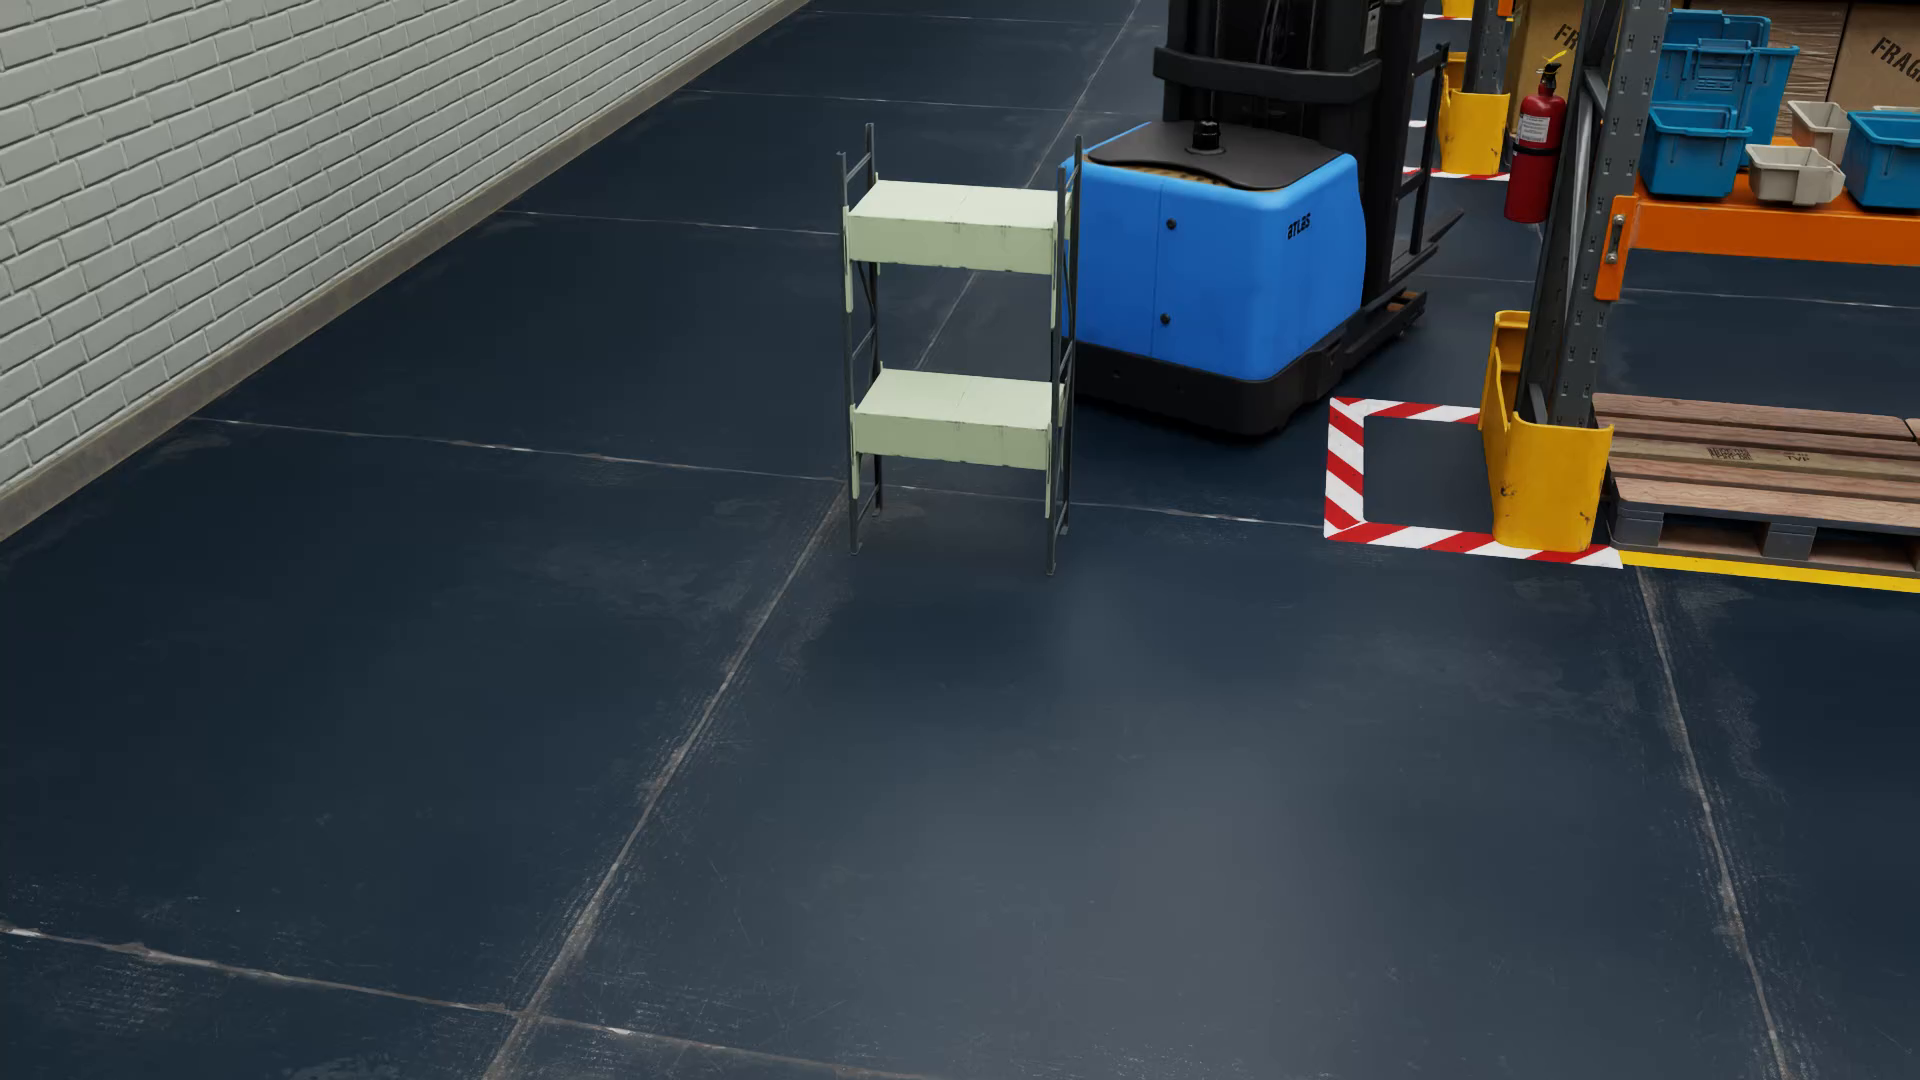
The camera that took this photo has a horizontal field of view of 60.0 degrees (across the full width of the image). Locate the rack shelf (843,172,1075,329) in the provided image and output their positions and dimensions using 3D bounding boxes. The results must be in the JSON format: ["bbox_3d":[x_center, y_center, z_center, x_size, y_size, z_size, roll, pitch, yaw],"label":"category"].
[{"bbox_3d":[0.007,-1.000,5.701,0.720,0.370,0.431,6,29,11],"label":"rack shelf"}]

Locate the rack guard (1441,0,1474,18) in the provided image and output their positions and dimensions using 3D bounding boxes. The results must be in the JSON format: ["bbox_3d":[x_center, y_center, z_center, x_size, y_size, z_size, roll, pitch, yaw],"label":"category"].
[{"bbox_3d":[4.557,-5.097,15.039,0.348,0.500,1.175,6,29,11],"label":"rack guard"}]

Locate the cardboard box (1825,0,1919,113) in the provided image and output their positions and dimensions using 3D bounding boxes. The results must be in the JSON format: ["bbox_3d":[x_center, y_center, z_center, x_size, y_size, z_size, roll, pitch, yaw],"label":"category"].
[{"bbox_3d":[5.751,-2.927,10.248,0.875,0.875,0.875,6,29,11],"label":"cardboard box"}]

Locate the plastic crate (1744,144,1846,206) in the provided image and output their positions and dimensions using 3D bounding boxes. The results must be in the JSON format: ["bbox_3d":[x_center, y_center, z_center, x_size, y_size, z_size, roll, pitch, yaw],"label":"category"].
[{"bbox_3d":[2.783,-1.216,5.559,0.298,0.136,0.250,6,29,11],"label":"plastic crate"}]

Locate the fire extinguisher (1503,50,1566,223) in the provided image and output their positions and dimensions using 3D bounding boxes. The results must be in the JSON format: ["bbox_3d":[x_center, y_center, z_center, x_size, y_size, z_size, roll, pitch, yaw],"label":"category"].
[{"bbox_3d":[2.261,-1.587,6.493,0.183,0.674,0.296,6,29,11],"label":"fire extinguisher"}]

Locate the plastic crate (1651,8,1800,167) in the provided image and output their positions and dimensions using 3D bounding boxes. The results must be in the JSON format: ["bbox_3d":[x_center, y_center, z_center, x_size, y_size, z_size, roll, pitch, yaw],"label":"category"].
[{"bbox_3d":[2.680,-1.652,6.044,0.499,0.435,0.616,6,29,11],"label":"plastic crate"}]

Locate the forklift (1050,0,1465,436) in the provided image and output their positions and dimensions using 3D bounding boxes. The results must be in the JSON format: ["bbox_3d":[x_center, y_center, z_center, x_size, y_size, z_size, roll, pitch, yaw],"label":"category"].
[{"bbox_3d":[1.636,-2.379,7.544,1.130,2.935,3.031,18,33,29],"label":"forklift"}]

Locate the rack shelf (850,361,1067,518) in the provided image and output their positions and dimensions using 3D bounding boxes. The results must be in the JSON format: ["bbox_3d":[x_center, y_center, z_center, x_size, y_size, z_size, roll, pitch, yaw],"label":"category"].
[{"bbox_3d":[0.007,-0.371,6.045,0.720,0.370,0.431,6,29,11],"label":"rack shelf"}]

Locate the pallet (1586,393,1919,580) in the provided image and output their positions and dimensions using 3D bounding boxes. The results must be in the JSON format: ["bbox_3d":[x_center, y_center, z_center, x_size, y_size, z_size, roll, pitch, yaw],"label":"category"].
[{"bbox_3d":[3.112,-0.232,6.453,1.213,0.211,1.003,6,29,11],"label":"pallet"}]

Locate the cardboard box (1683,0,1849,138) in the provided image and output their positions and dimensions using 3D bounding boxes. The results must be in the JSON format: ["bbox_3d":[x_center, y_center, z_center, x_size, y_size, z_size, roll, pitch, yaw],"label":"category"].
[{"bbox_3d":[4.881,-3.016,10.411,0.875,0.875,0.875,6,29,11],"label":"cardboard box"}]

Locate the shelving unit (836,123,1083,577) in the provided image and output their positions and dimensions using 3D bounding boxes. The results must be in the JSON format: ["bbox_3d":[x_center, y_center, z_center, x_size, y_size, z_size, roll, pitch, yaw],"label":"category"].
[{"bbox_3d":[0.007,-0.657,5.889,0.755,1.500,0.431,6,29,11],"label":"shelving unit"}]

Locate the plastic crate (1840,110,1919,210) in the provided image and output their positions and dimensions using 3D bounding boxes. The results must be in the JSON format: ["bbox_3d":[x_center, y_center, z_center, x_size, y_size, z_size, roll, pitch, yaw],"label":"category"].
[{"bbox_3d":[3.130,-1.263,5.545,0.300,0.233,0.416,6,29,11],"label":"plastic crate"}]

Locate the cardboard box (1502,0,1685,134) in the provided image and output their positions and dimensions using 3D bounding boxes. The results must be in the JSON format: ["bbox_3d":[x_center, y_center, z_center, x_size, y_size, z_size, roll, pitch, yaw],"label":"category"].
[{"bbox_3d":[3.991,-3.107,10.577,0.875,0.875,0.875,6,29,11],"label":"cardboard box"}]

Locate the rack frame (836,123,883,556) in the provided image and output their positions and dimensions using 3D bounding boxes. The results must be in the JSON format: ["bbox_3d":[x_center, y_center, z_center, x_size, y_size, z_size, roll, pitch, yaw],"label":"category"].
[{"bbox_3d":[-0.351,-0.694,5.956,0.023,1.500,0.400,6,29,11],"label":"rack frame"}]

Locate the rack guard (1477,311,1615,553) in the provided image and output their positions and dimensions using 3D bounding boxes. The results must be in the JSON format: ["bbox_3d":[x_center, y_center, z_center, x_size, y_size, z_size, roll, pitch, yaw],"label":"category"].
[{"bbox_3d":[2.288,-0.455,6.561,0.348,0.500,1.175,6,29,11],"label":"rack guard"}]

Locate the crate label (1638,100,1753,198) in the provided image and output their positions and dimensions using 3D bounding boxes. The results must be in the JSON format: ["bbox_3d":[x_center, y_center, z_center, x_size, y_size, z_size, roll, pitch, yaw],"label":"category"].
[{"bbox_3d":[2.486,-1.329,5.666,0.303,0.233,0.416,6,29,11],"label":"crate label"}]

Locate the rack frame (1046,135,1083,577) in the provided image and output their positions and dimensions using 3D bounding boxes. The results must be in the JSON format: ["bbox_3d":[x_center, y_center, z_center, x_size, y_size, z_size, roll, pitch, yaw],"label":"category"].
[{"bbox_3d":[0.364,-0.620,5.822,0.023,1.500,0.400,6,29,11],"label":"rack frame"}]

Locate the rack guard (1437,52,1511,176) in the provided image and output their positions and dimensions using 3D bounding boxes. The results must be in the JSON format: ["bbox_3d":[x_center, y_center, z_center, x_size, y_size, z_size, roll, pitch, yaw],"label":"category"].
[{"bbox_3d":[3.325,-2.788,10.821,0.348,0.500,1.175,6,29,11],"label":"rack guard"}]

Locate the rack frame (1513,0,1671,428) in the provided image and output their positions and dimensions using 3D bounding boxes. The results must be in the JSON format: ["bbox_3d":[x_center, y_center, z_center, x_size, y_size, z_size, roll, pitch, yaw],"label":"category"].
[{"bbox_3d":[2.314,-1.556,5.968,0.127,3.000,1.000,6,29,11],"label":"rack frame"}]

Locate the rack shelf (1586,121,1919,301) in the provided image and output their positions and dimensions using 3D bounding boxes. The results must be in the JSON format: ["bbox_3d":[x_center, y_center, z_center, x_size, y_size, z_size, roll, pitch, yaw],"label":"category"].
[{"bbox_3d":[4.270,-1.040,5.774,4.000,0.370,1.077,6,29,11],"label":"rack shelf"}]

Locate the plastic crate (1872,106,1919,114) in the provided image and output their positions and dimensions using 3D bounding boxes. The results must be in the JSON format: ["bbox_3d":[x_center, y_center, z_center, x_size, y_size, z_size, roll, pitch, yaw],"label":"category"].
[{"bbox_3d":[3.429,-1.434,5.957,0.243,0.136,0.396,6,29,11],"label":"plastic crate"}]

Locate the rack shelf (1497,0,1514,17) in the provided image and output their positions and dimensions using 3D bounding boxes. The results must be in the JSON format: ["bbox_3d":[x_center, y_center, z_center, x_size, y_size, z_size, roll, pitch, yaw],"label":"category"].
[{"bbox_3d":[5.304,-3.366,10.023,4.000,0.370,1.077,6,29,11],"label":"rack shelf"}]

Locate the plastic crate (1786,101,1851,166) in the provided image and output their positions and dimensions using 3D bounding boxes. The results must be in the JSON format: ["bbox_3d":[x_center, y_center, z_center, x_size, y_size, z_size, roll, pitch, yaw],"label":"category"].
[{"bbox_3d":[3.149,-1.470,6.023,0.243,0.136,0.396,6,29,11],"label":"plastic crate"}]

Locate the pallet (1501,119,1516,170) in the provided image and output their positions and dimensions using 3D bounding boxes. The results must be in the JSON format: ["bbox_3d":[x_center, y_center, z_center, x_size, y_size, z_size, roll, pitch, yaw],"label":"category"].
[{"bbox_3d":[4.146,-2.615,10.807,1.213,0.211,1.003,6,29,11],"label":"pallet"}]

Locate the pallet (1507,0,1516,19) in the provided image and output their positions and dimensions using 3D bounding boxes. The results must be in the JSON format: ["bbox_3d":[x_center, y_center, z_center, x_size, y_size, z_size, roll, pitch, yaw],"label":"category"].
[{"bbox_3d":[5.344,-4.872,14.929,1.213,0.211,1.003,6,29,11],"label":"pallet"}]

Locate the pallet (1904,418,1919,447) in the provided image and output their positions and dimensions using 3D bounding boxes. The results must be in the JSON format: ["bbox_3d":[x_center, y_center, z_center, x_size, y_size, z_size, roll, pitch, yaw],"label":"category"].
[{"bbox_3d":[4.302,-0.108,6.228,1.213,0.211,1.003,6,29,11],"label":"pallet"}]

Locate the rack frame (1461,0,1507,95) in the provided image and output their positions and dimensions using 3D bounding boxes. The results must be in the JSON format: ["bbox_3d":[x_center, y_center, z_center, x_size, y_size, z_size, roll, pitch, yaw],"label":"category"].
[{"bbox_3d":[3.348,-3.882,10.217,0.127,3.000,1.000,6,29,11],"label":"rack frame"}]
